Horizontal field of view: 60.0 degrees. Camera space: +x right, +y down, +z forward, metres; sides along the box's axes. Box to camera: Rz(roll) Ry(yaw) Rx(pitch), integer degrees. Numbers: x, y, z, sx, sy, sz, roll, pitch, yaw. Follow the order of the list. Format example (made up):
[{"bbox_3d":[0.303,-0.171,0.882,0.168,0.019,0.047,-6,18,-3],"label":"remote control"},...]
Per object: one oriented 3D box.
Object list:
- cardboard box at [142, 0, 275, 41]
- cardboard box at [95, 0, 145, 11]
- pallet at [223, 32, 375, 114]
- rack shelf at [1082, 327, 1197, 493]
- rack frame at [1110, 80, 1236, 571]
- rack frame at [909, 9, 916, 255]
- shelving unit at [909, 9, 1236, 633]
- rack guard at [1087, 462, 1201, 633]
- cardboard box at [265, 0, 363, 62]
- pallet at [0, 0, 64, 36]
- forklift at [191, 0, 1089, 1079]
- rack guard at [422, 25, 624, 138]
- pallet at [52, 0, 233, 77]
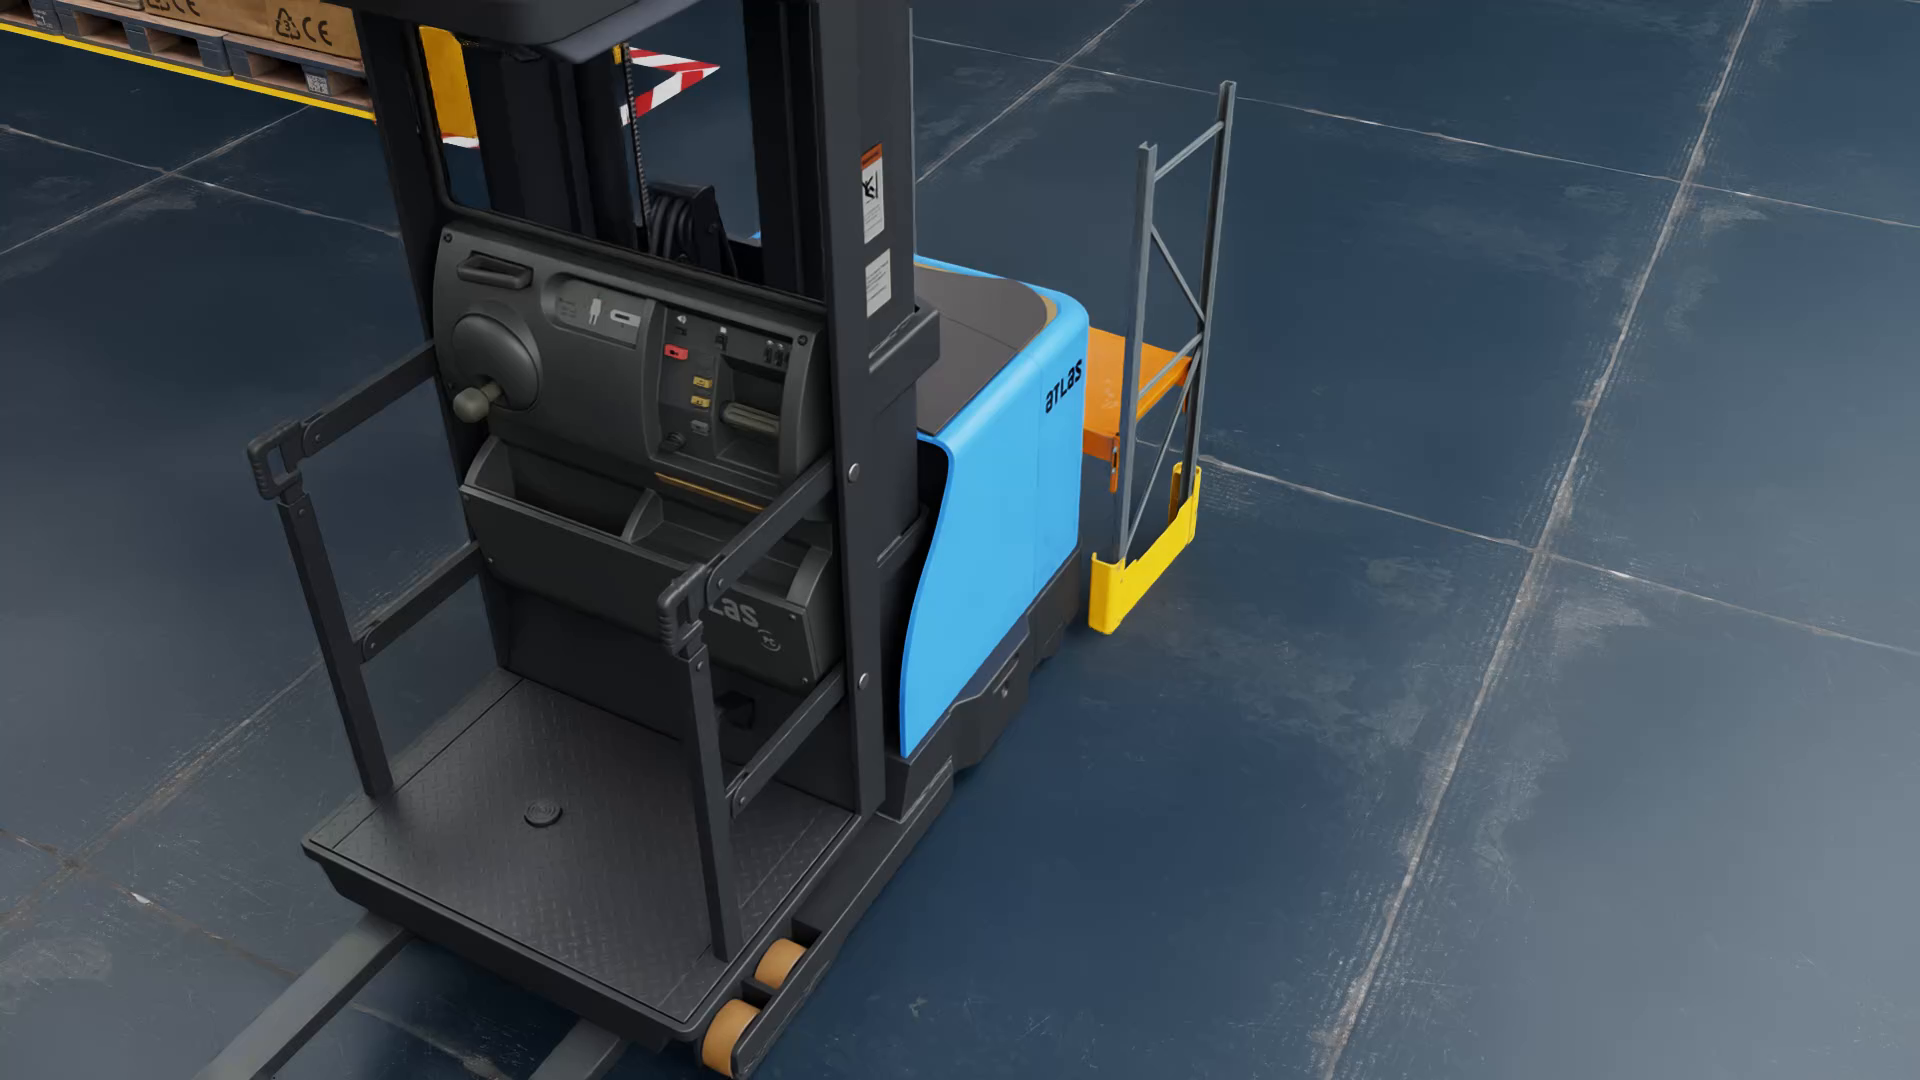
[{"bbox_3d":[-3.535,-3.127,8.299,0.875,0.875,0.875,17,40,21],"label":"cardboard box"},{"bbox_3d":[-4.343,-3.382,8.634,0.875,0.875,0.875,18,41,22],"label":"cardboard box"},{"bbox_3d":[-2.866,-2.479,8.342,1.213,0.211,1.003,17,41,21],"label":"pallet"},{"bbox_3d":[0.147,-0.496,4.961,1.000,0.185,0.538,21,42,25],"label":"rack shelf"},{"bbox_3d":[0.577,-0.475,4.636,0.032,1.500,0.500,21,42,25],"label":"rack frame"},{"bbox_3d":[-0.283,-0.803,5.068,0.032,1.500,0.500,21,42,25],"label":"rack frame"},{"bbox_3d":[0.139,-0.642,4.856,1.083,1.500,0.587,21,42,25],"label":"shelving unit"},{"bbox_3d":[0.560,0.016,5.022,0.087,0.250,0.587,21,42,25],"label":"rack guard"},{"bbox_3d":[-2.752,-2.884,7.978,0.875,0.875,0.875,18,41,22],"label":"cardboard box"},{"bbox_3d":[-5.033,-3.158,9.235,1.213,0.211,1.003,17,41,21],"label":"pallet"},{"bbox_3d":[-0.796,-0.296,3.215,1.130,2.935,3.031,18,41,22],"label":"forklift"},{"bbox_3d":[-2.099,-2.407,8.008,0.348,0.500,1.175,17,41,21],"label":"rack guard"},{"bbox_3d":[-3.945,-2.819,8.789,1.213,0.211,1.003,17,41,21],"label":"pallet"}]
